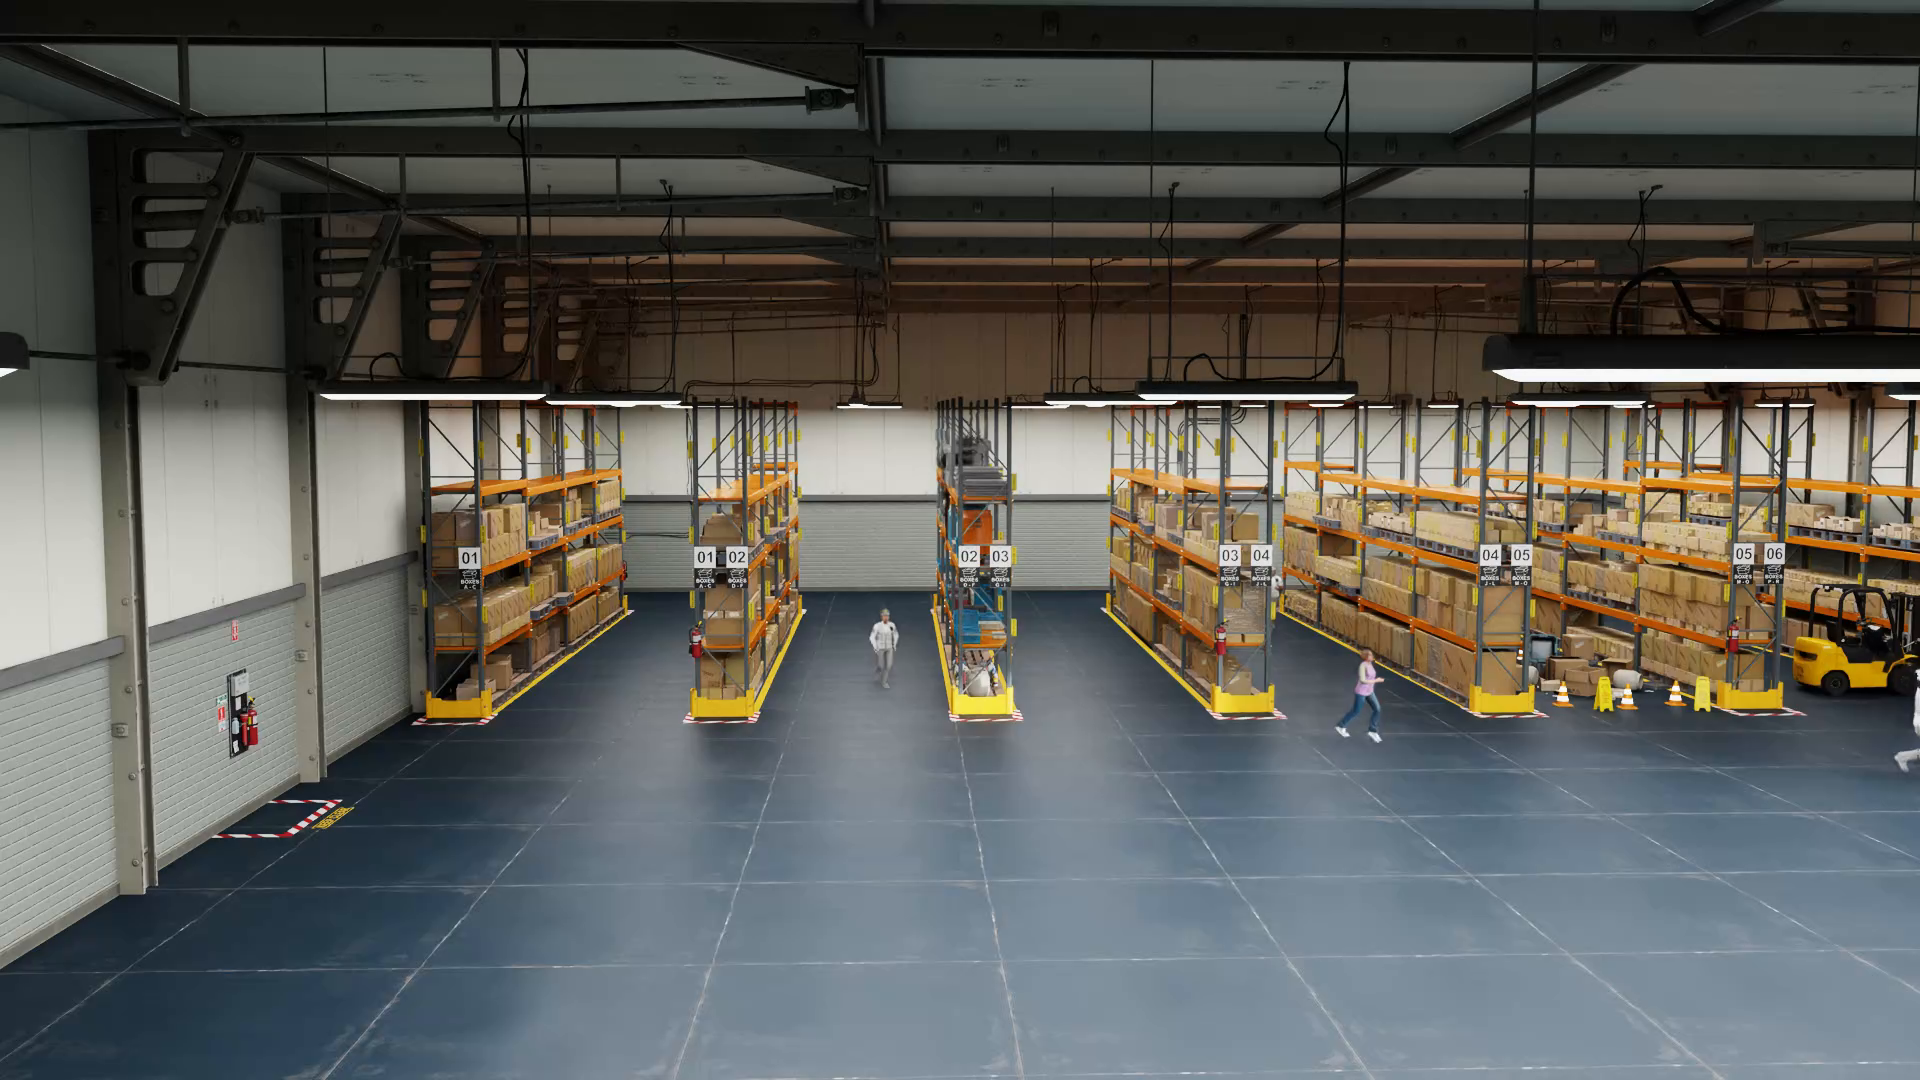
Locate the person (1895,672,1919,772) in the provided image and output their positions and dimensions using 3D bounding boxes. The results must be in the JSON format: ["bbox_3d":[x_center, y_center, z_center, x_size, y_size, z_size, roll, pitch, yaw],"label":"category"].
[{"bbox_3d":[14.935,2.864,25.773,0.733,1.738,0.651,3,5,35],"label":"person"}]

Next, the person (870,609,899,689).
[{"bbox_3d":[-1.571,2.240,34.580,0.603,1.648,0.593,-1,5,-14],"label":"person"}]

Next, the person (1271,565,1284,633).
[{"bbox_3d":[8.143,1.521,43.367,0.556,1.741,0.799,0,4,0],"label":"person"}]

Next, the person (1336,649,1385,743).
[{"bbox_3d":[6.993,2.693,28.920,0.846,1.632,0.547,4,6,39],"label":"person"}]

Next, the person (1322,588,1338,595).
[{"bbox_3d":[10.740,1.113,48.604,0.773,1.763,0.693,-3,5,-32],"label":"person"}]
